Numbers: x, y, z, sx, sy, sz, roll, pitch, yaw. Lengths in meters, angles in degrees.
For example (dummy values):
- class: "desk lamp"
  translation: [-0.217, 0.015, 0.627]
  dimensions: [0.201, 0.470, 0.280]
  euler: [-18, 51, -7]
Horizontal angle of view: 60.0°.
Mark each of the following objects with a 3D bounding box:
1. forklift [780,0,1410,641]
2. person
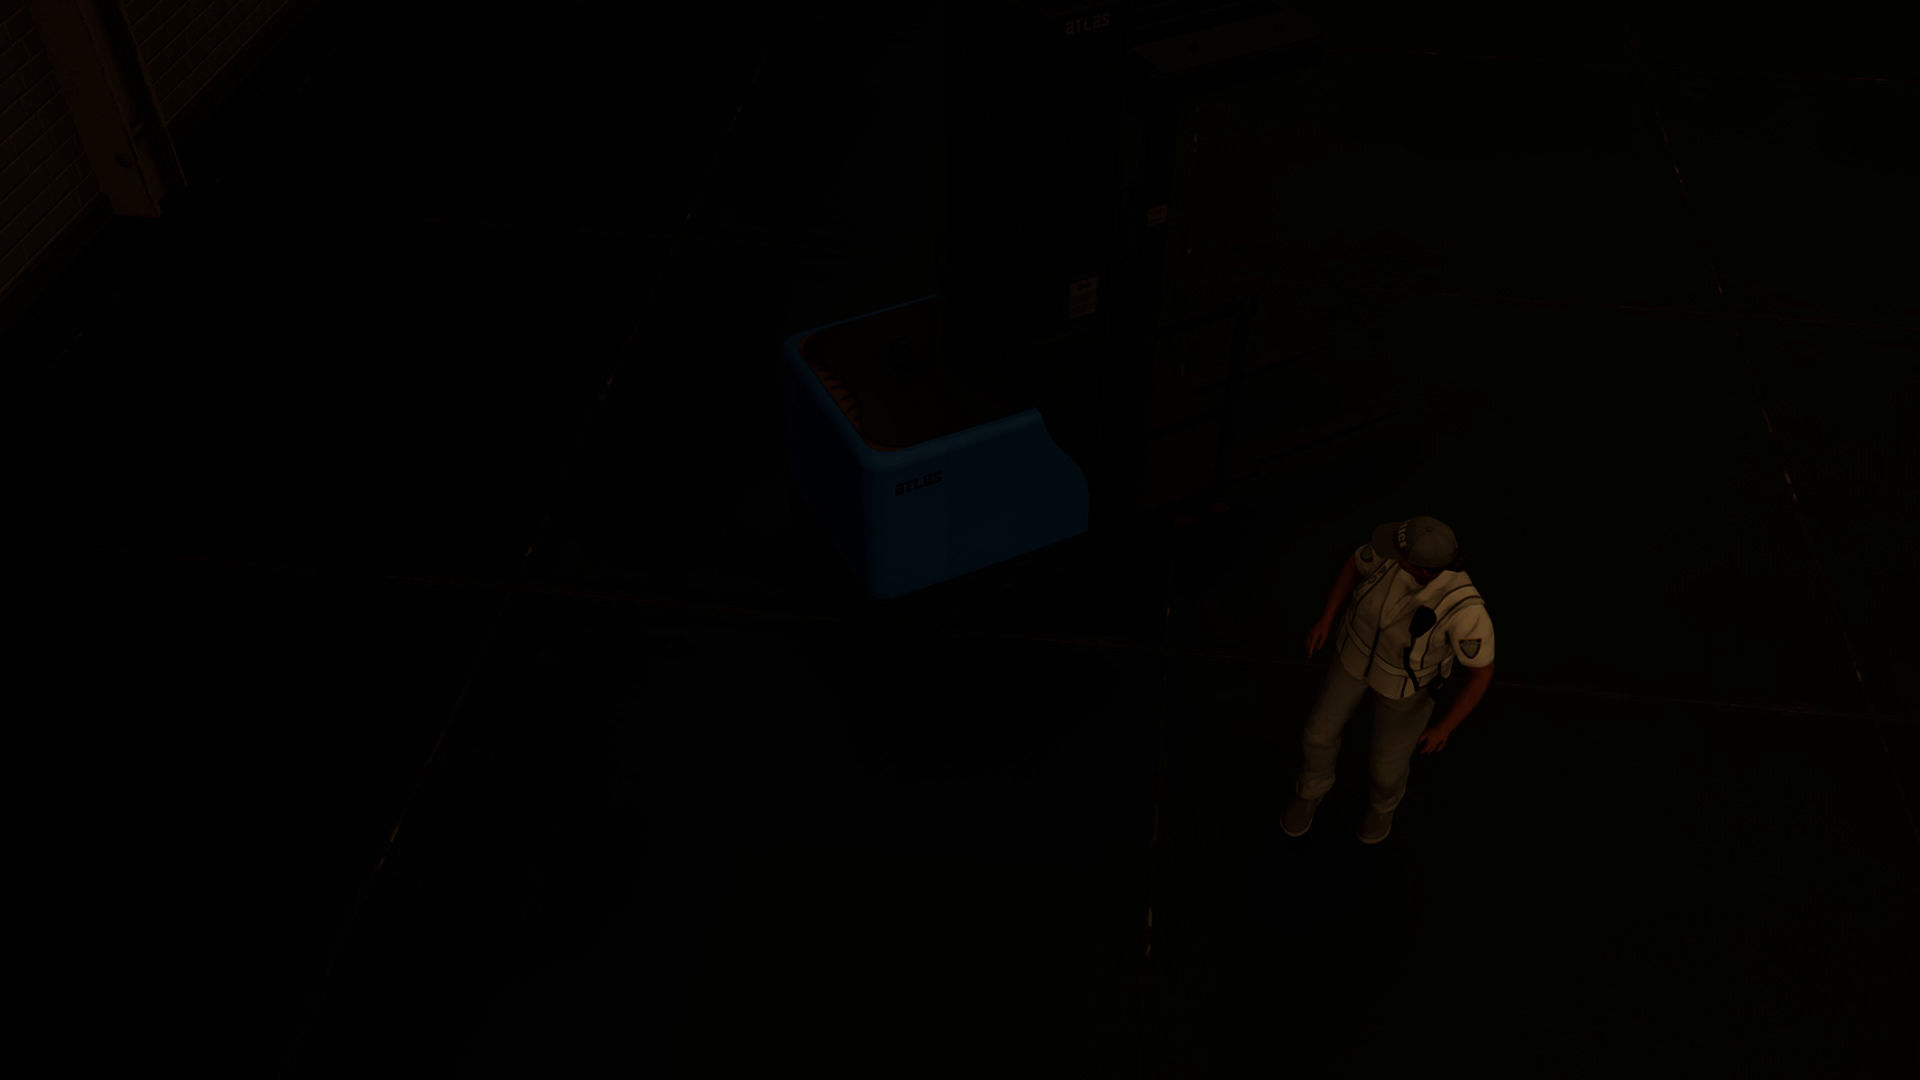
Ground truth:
- class: "forklift"
  translation: [0.748, -1.334, 7.177]
  dimensions: [3.031, 2.935, 1.130]
  euler: [-19, 46, -19]
- class: "person"
  translation: [1.584, 0.595, 6.184]
  dimensions: [0.677, 1.447, 0.513]
  euler: [32, 52, 30]
